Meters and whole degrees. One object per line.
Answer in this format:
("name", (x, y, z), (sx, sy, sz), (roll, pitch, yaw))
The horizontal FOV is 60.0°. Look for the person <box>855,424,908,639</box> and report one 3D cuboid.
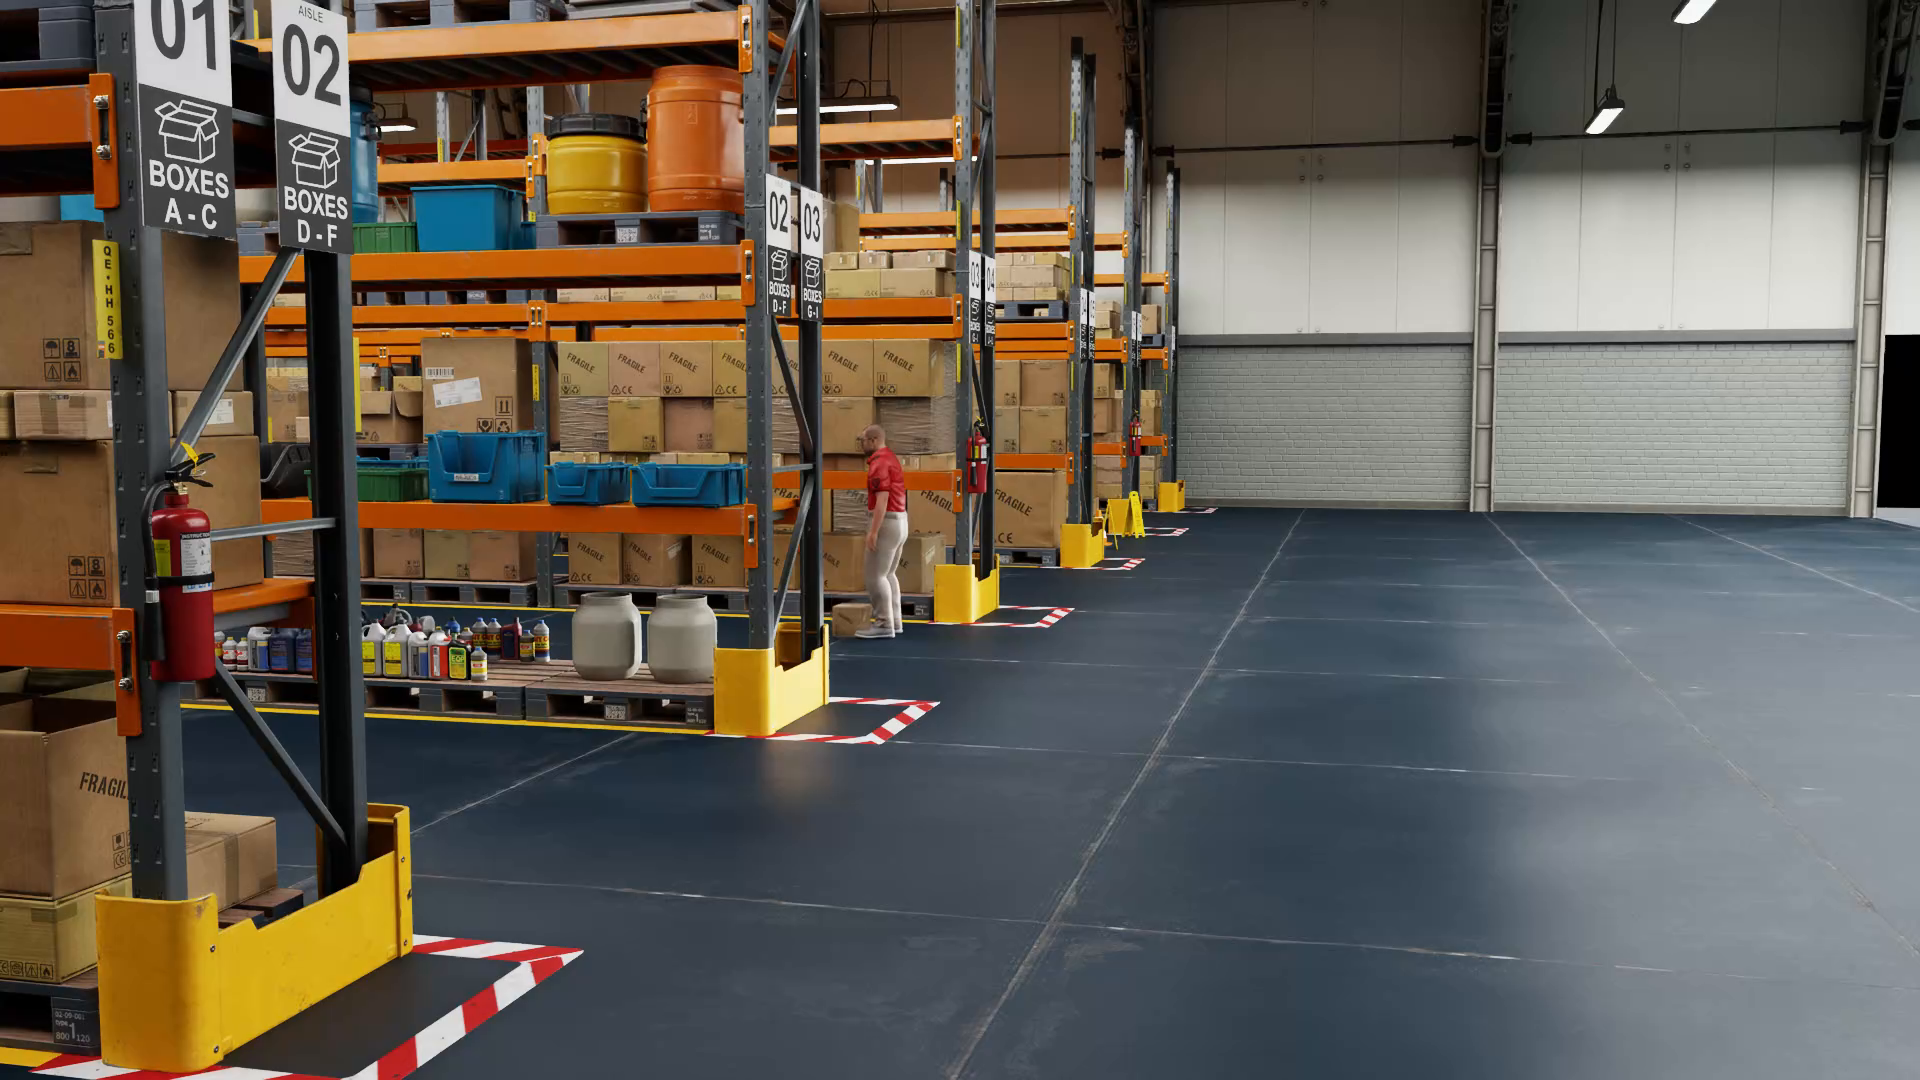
("person", (-0.634, -0.075, 13.499), (0.392, 1.725, 0.587), (1, 5, 11))
